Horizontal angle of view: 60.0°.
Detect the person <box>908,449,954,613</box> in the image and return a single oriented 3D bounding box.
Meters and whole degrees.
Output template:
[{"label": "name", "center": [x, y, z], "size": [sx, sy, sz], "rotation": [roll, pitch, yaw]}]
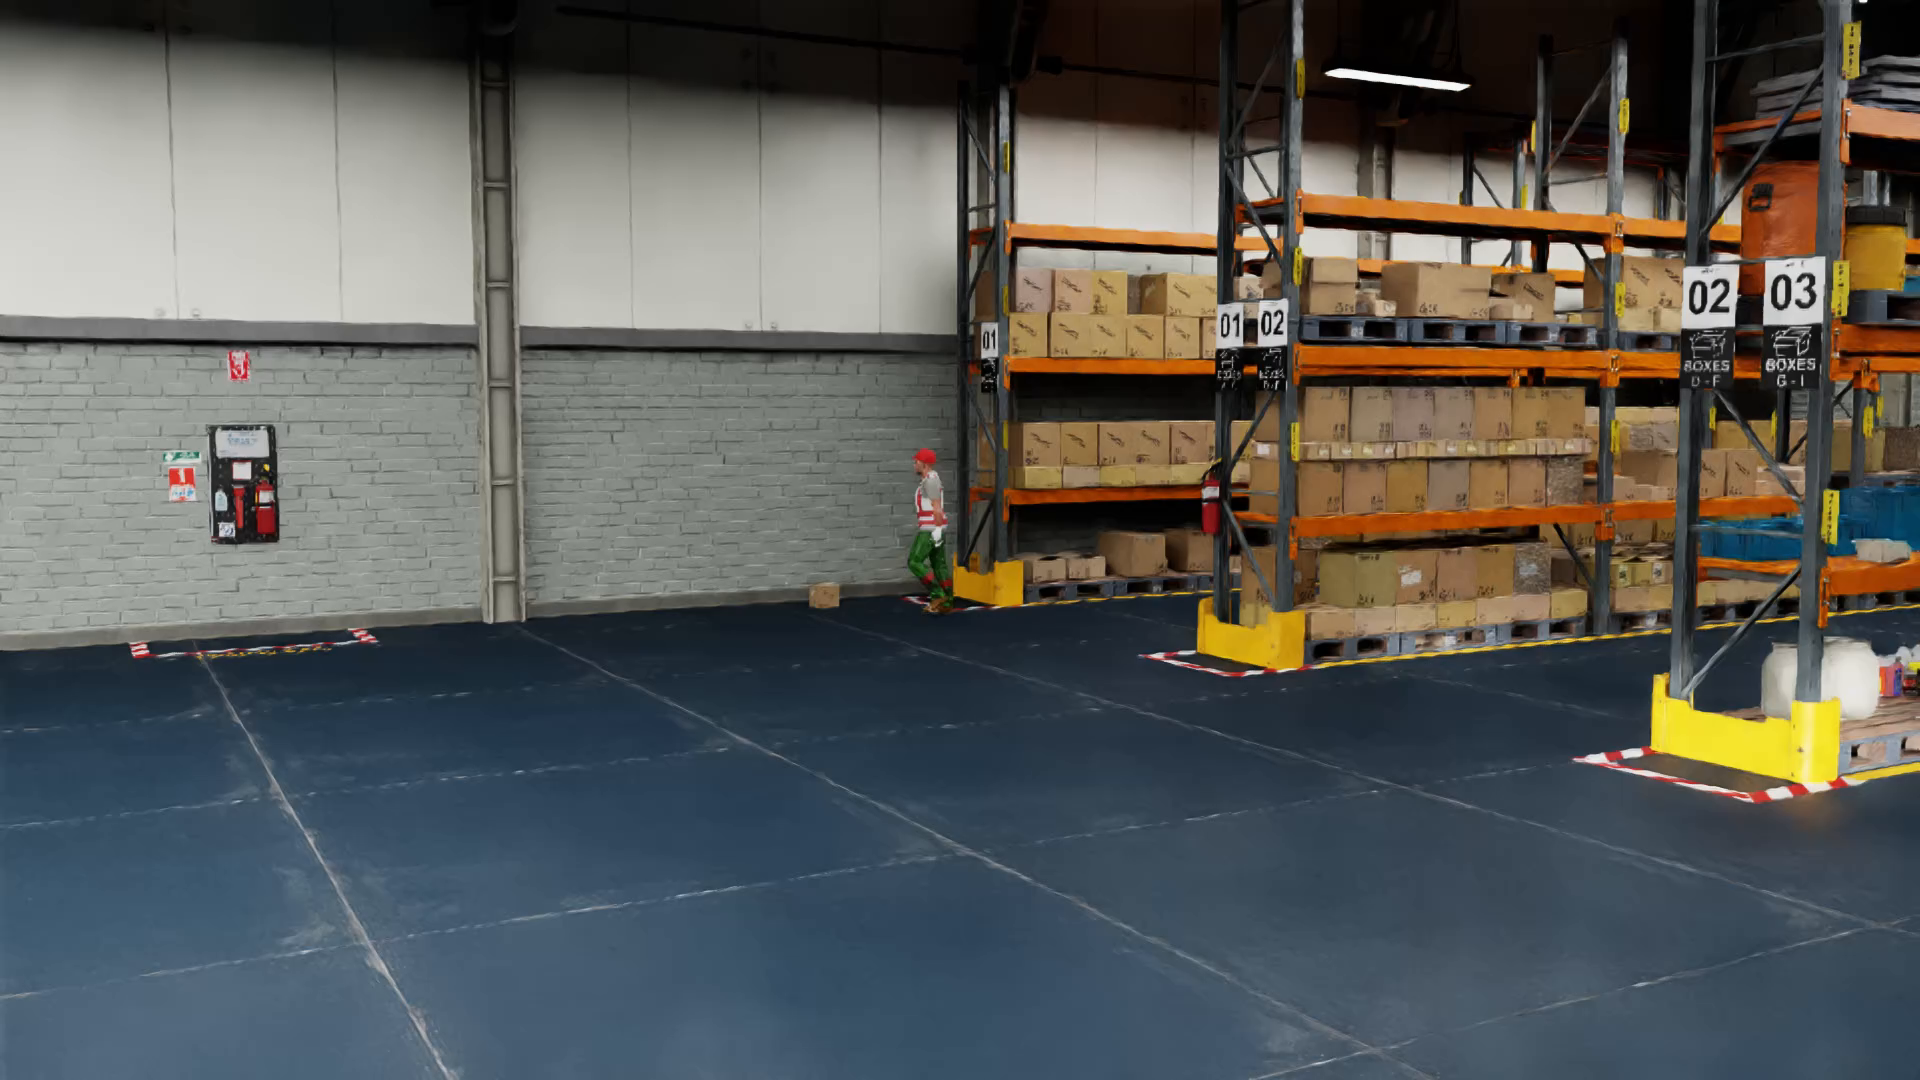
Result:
[{"label": "person", "center": [-0.310, -0.097, 17.966], "size": [0.483, 1.774, 0.573], "rotation": [0, 5, 5]}]
